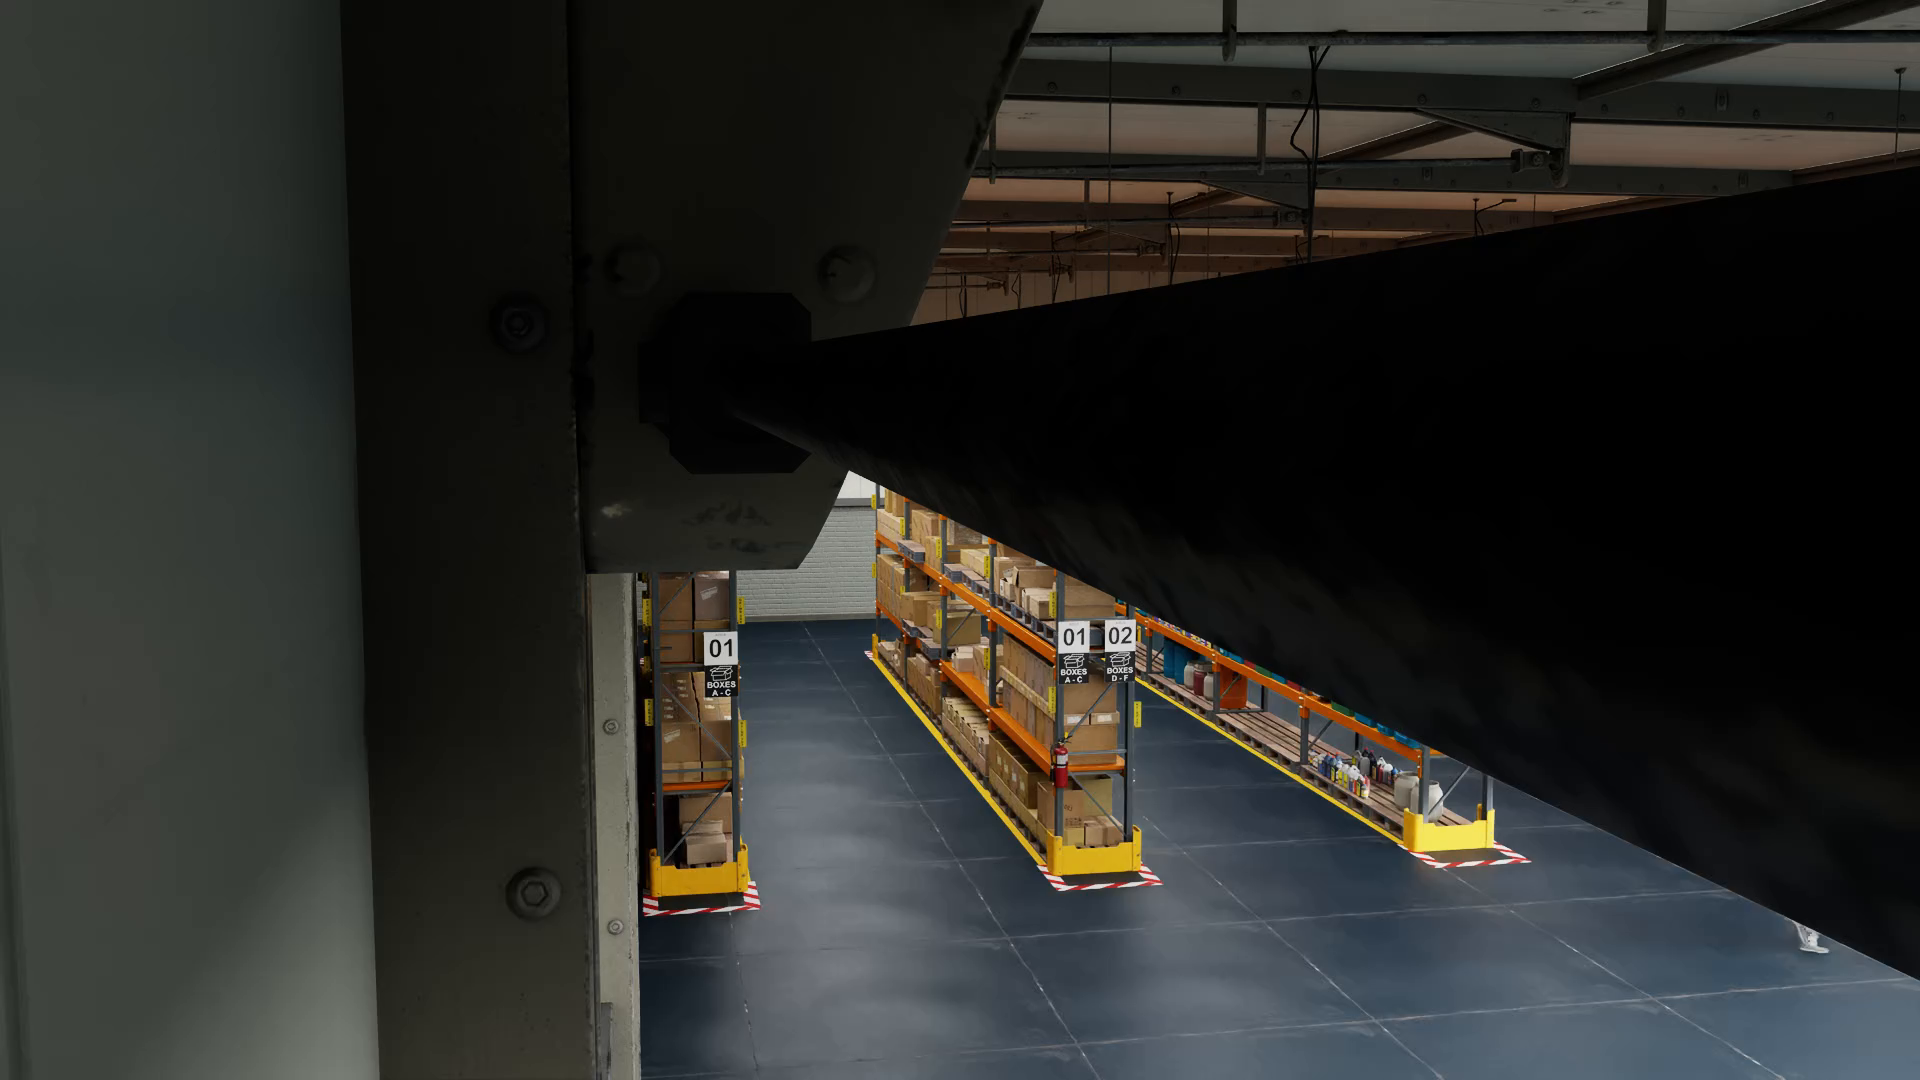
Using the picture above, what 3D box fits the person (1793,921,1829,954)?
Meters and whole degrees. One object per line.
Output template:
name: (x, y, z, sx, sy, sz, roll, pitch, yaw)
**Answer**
person: (9.297, 3.686, 18.001, 0.549, 1.623, 0.608, 1, 6, 8)
